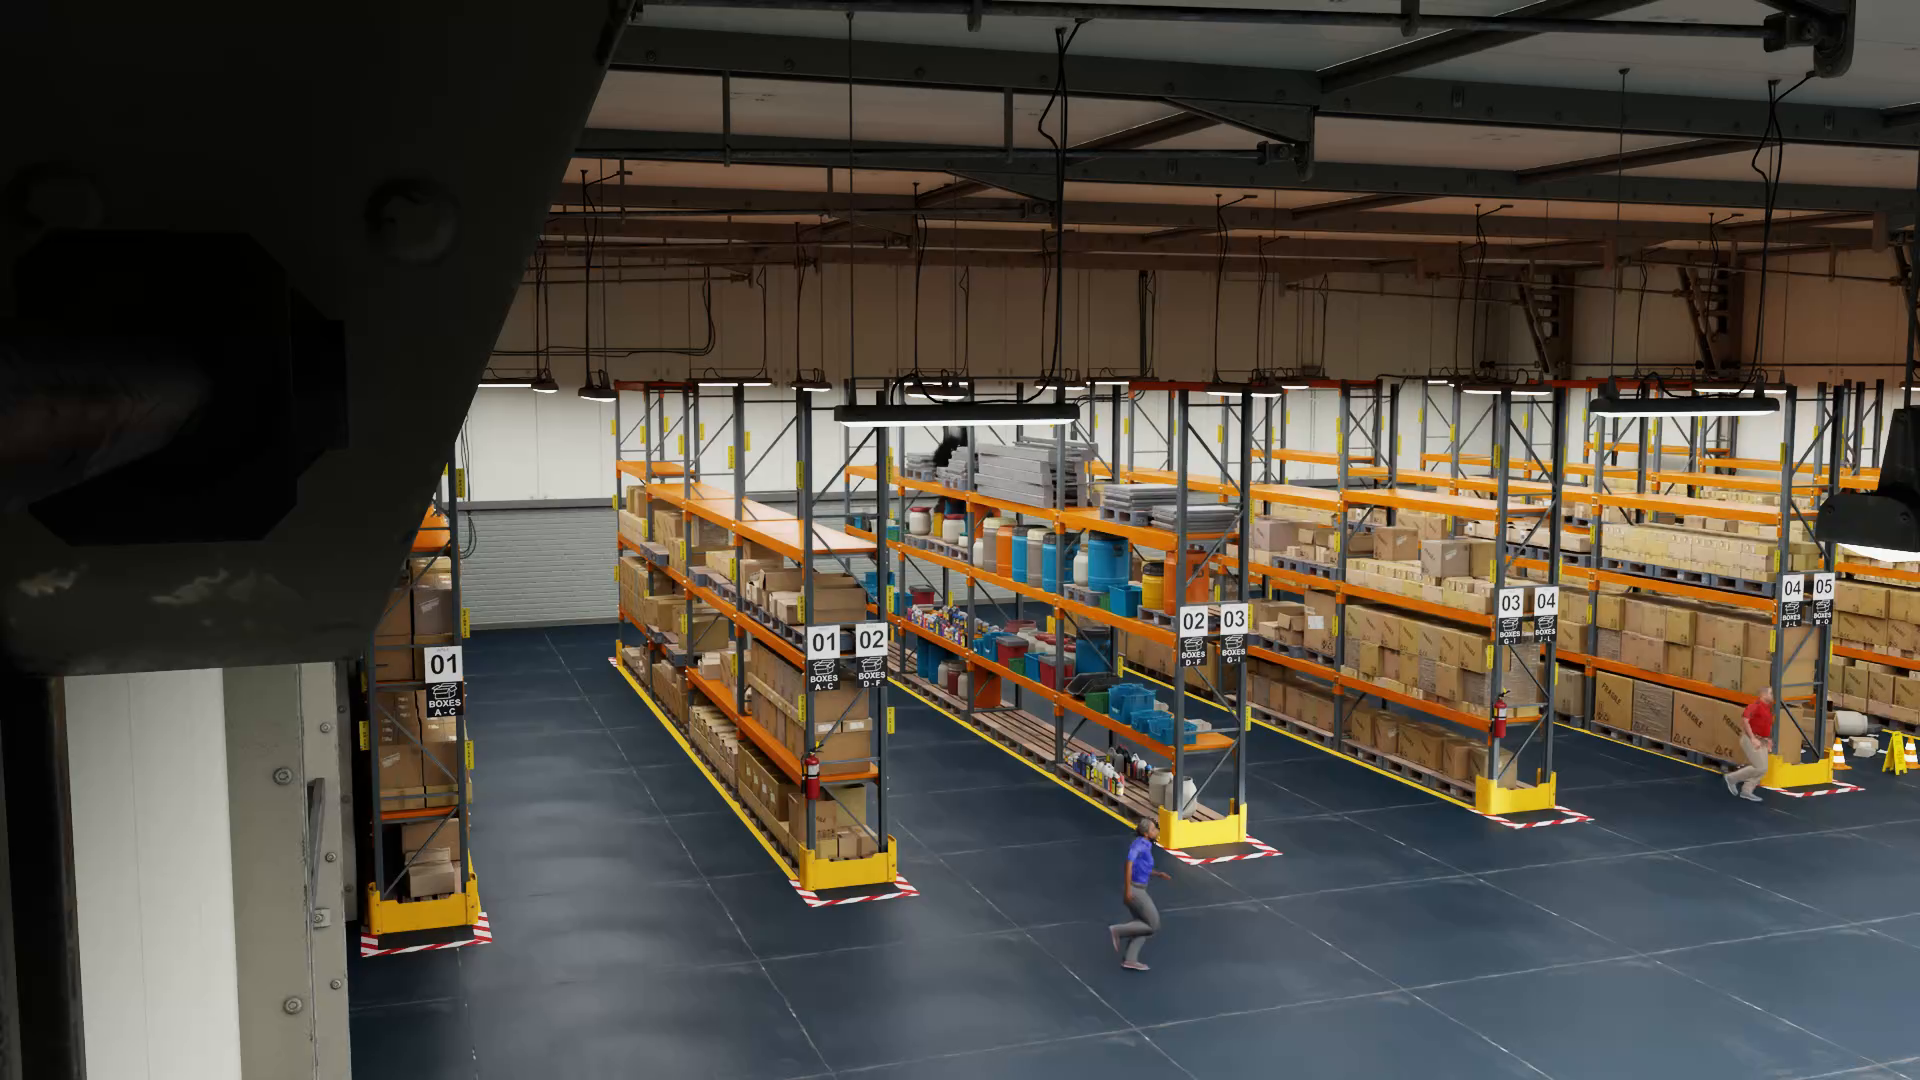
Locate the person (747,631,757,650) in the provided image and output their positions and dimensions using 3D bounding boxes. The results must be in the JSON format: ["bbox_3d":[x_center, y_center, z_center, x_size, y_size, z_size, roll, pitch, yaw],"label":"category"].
[{"bbox_3d":[-4.417,1.824,34.570,0.683,1.756,0.656,-3,7,-25],"label":"person"}]

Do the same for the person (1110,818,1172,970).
[{"bbox_3d":[1.897,3.715,17.409,0.640,1.606,0.615,0,6,3],"label":"person"}]

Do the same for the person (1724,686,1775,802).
[{"bbox_3d":[11.585,2.948,24.268,0.669,1.667,0.502,-6,8,-44],"label":"person"}]
